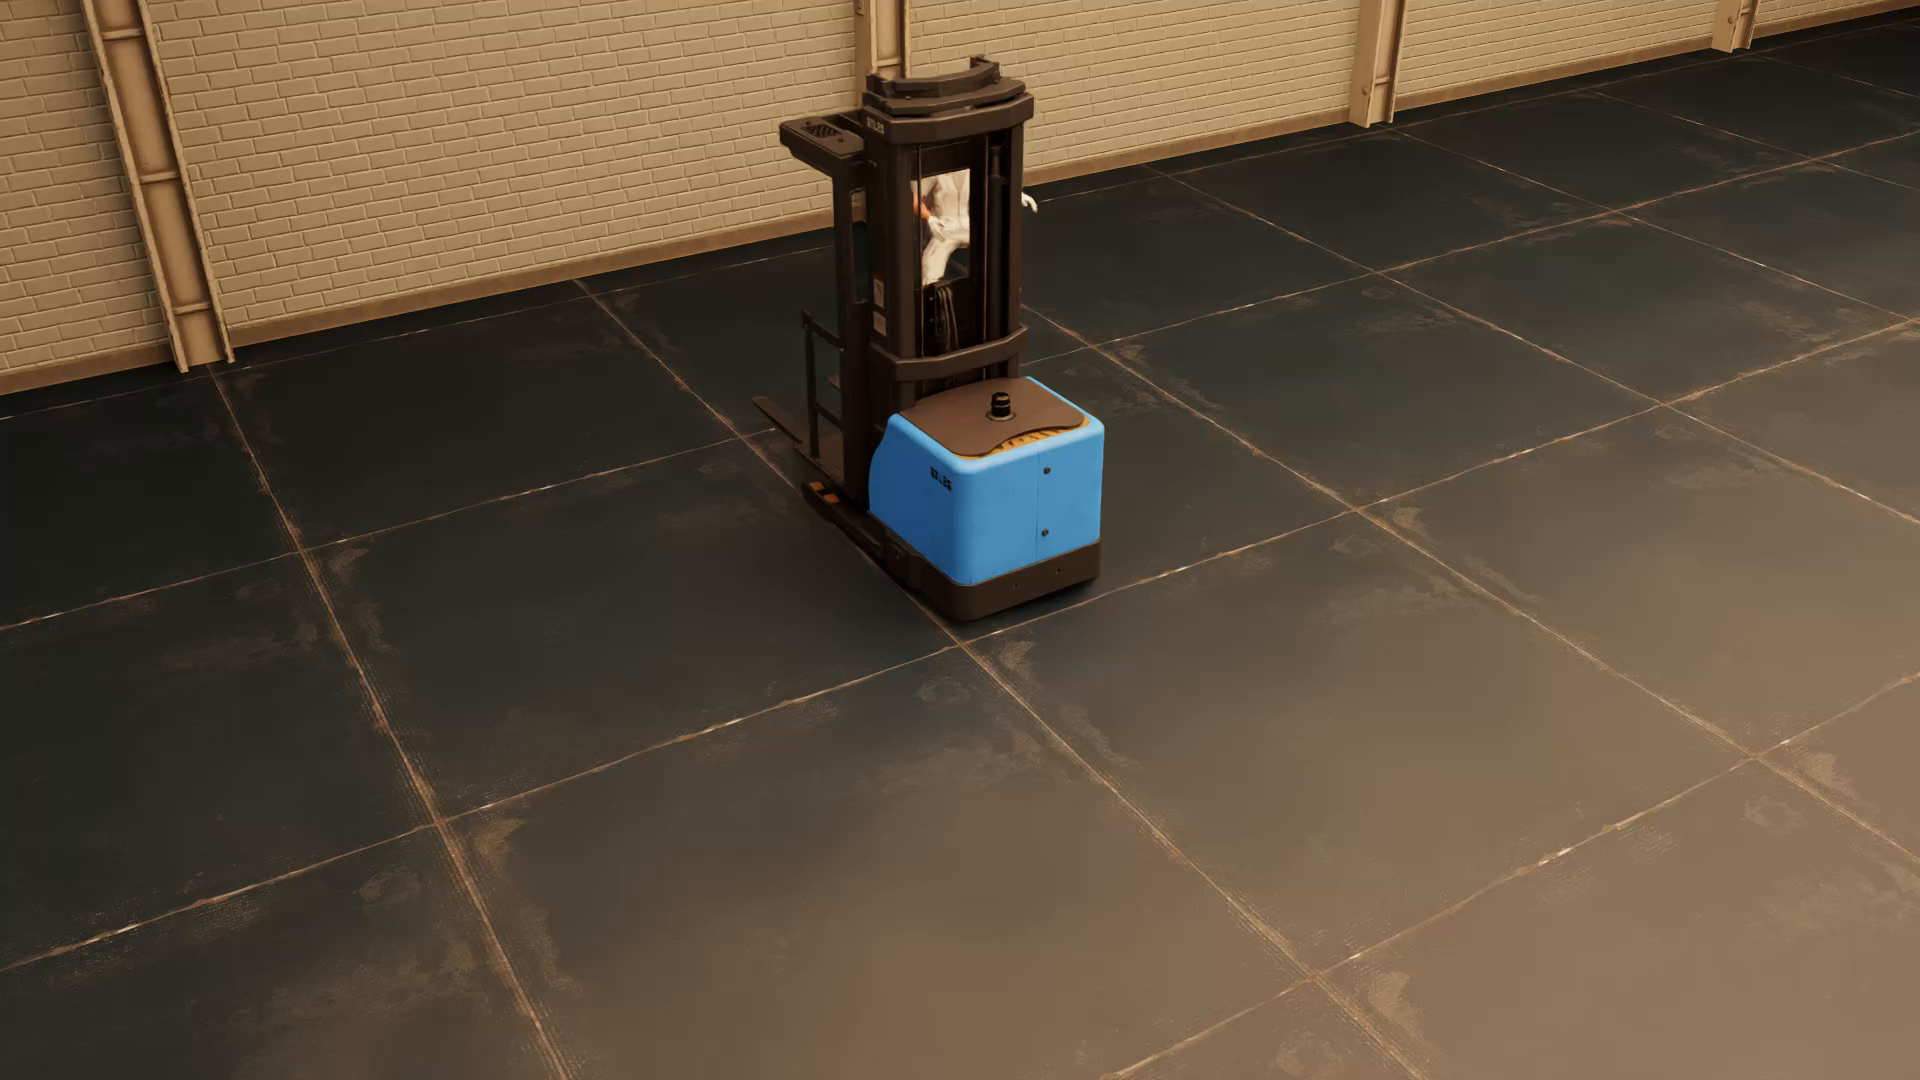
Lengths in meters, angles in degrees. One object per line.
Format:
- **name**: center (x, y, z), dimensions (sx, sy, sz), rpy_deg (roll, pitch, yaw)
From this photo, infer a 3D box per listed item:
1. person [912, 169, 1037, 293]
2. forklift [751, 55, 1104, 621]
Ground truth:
- **person**: center (0.073, -2.453, 13.057), dimensions (1.264, 1.573, 0.949), rpy_deg (-13, 33, -21)
- **forklift**: center (-0.373, -1.508, 10.165), dimensions (1.130, 2.935, 3.031), rpy_deg (-18, 35, -28)
